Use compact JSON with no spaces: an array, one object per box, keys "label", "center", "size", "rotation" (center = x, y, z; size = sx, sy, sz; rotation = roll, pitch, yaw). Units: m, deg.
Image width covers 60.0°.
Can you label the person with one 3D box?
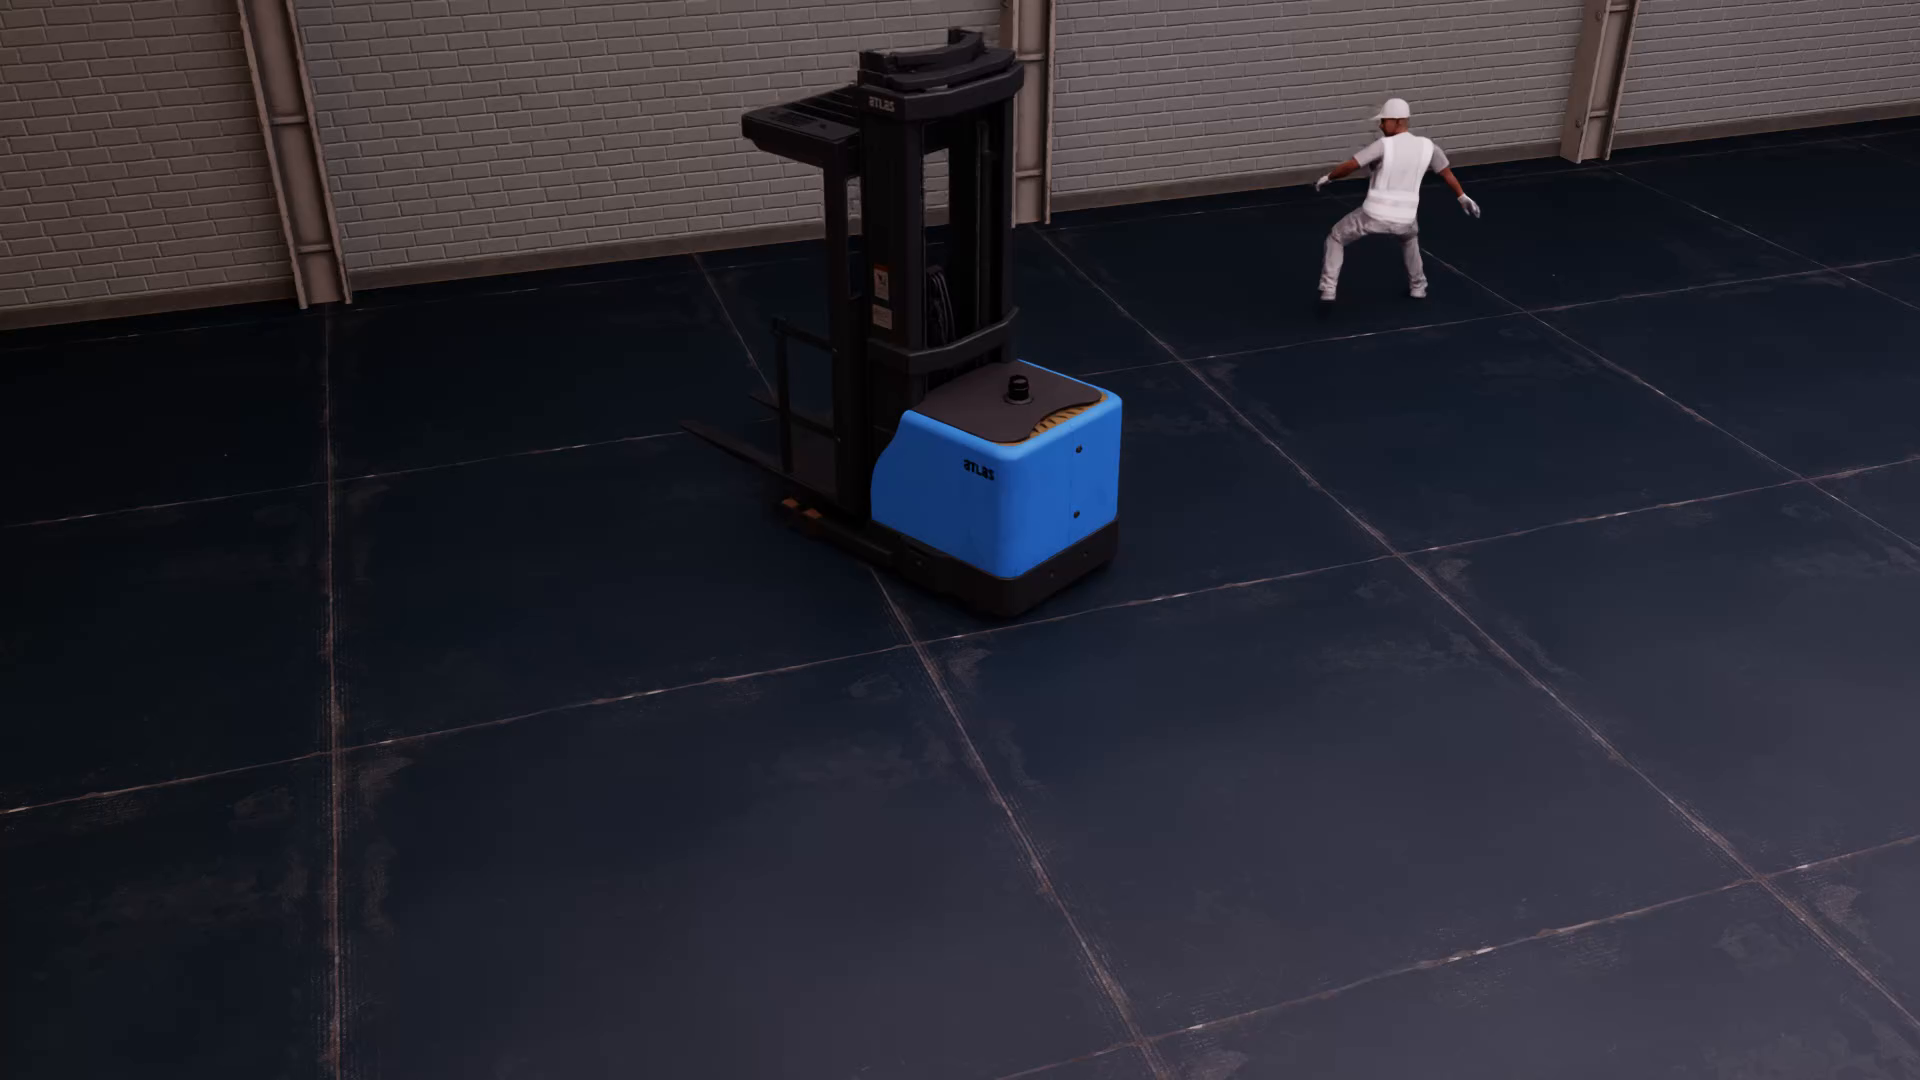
[{"label":"person","center":[3.384,-2.568,12.943],"size":[1.233,1.683,0.555],"rotation":[-4,30,-6]}]

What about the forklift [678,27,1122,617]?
[{"label":"forklift","center":[-0.508,-1.464,9.631],"size":[3.031,2.935,1.130],"rotation":[24,38,36]}]
